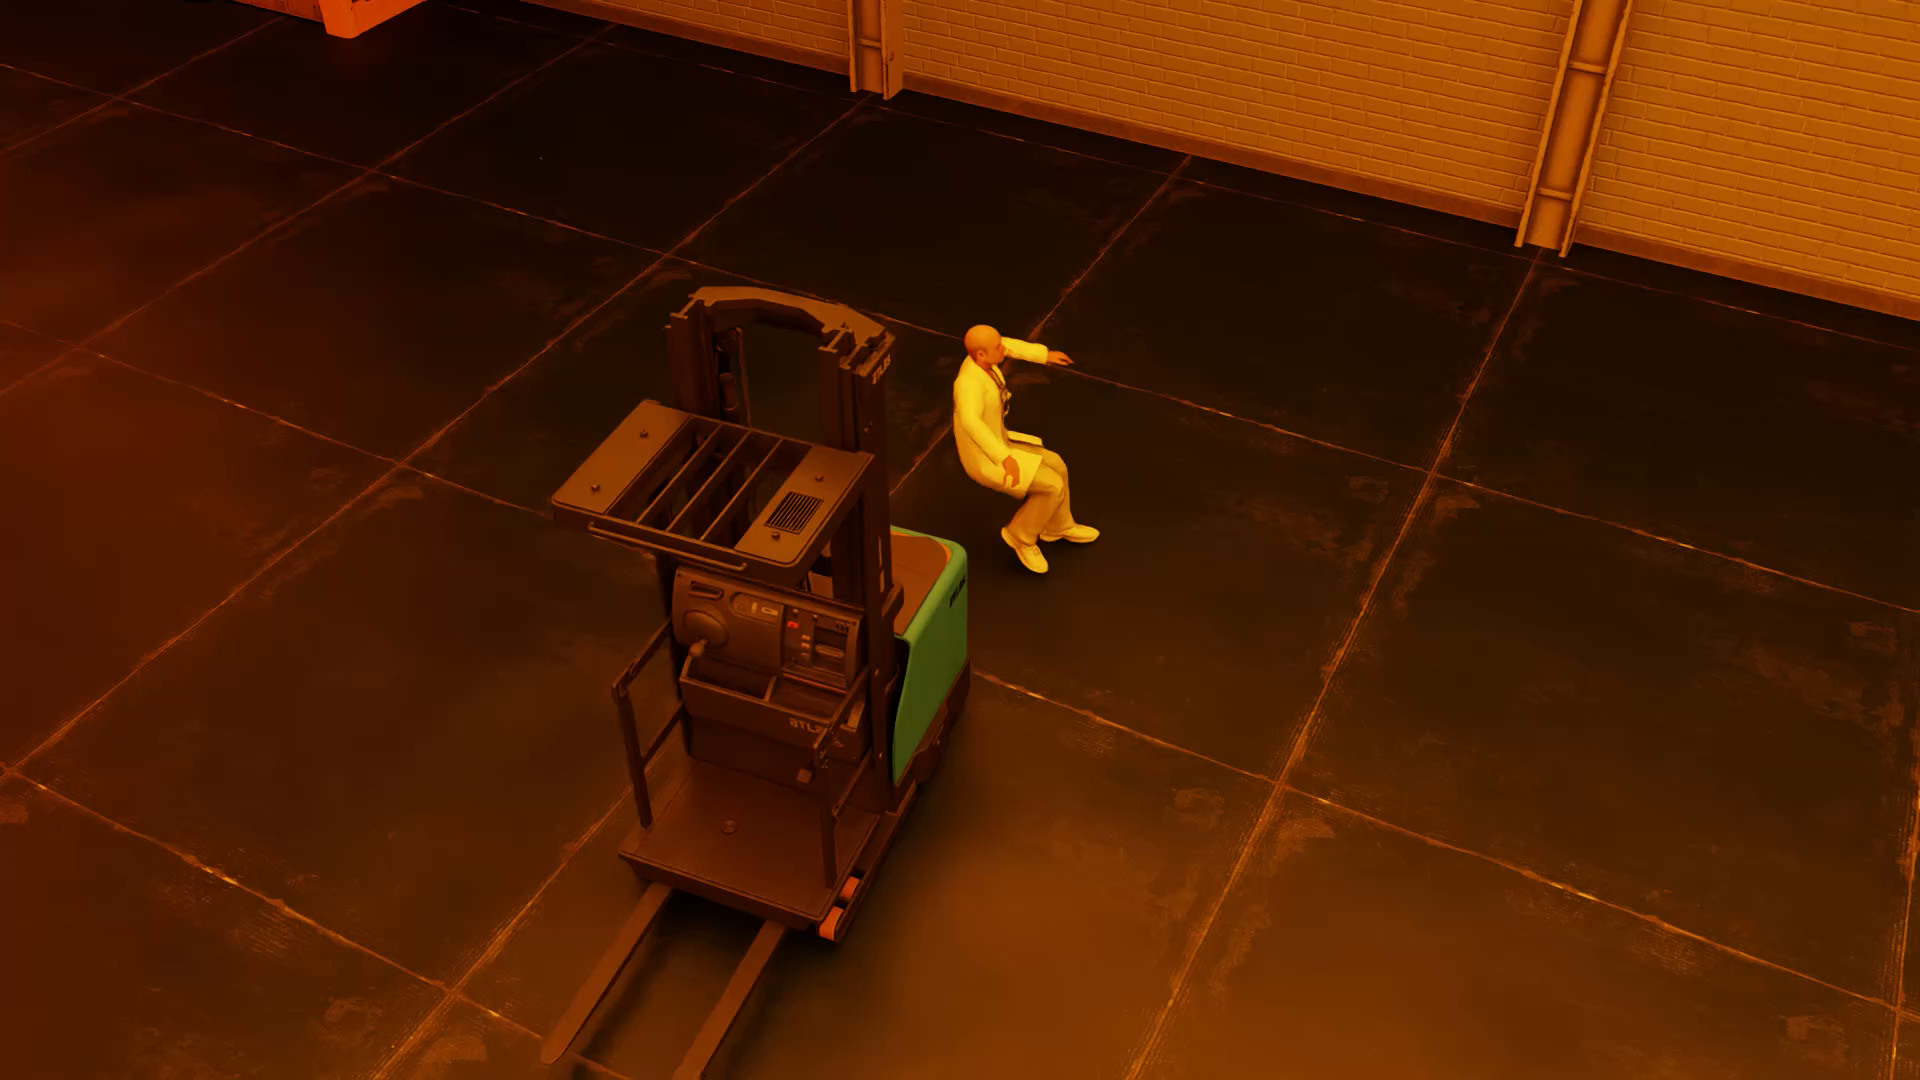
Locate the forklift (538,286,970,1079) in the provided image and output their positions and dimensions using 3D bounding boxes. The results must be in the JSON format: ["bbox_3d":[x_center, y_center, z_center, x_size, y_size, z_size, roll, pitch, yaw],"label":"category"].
[{"bbox_3d":[-0.964,0.488,7.407,1.130,2.935,3.031,14,42,16],"label":"forklift"}]

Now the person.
[{"bbox_3d":[0.406,-0.547,9.712,0.894,1.546,1.198,1,40,2],"label":"person"}]
